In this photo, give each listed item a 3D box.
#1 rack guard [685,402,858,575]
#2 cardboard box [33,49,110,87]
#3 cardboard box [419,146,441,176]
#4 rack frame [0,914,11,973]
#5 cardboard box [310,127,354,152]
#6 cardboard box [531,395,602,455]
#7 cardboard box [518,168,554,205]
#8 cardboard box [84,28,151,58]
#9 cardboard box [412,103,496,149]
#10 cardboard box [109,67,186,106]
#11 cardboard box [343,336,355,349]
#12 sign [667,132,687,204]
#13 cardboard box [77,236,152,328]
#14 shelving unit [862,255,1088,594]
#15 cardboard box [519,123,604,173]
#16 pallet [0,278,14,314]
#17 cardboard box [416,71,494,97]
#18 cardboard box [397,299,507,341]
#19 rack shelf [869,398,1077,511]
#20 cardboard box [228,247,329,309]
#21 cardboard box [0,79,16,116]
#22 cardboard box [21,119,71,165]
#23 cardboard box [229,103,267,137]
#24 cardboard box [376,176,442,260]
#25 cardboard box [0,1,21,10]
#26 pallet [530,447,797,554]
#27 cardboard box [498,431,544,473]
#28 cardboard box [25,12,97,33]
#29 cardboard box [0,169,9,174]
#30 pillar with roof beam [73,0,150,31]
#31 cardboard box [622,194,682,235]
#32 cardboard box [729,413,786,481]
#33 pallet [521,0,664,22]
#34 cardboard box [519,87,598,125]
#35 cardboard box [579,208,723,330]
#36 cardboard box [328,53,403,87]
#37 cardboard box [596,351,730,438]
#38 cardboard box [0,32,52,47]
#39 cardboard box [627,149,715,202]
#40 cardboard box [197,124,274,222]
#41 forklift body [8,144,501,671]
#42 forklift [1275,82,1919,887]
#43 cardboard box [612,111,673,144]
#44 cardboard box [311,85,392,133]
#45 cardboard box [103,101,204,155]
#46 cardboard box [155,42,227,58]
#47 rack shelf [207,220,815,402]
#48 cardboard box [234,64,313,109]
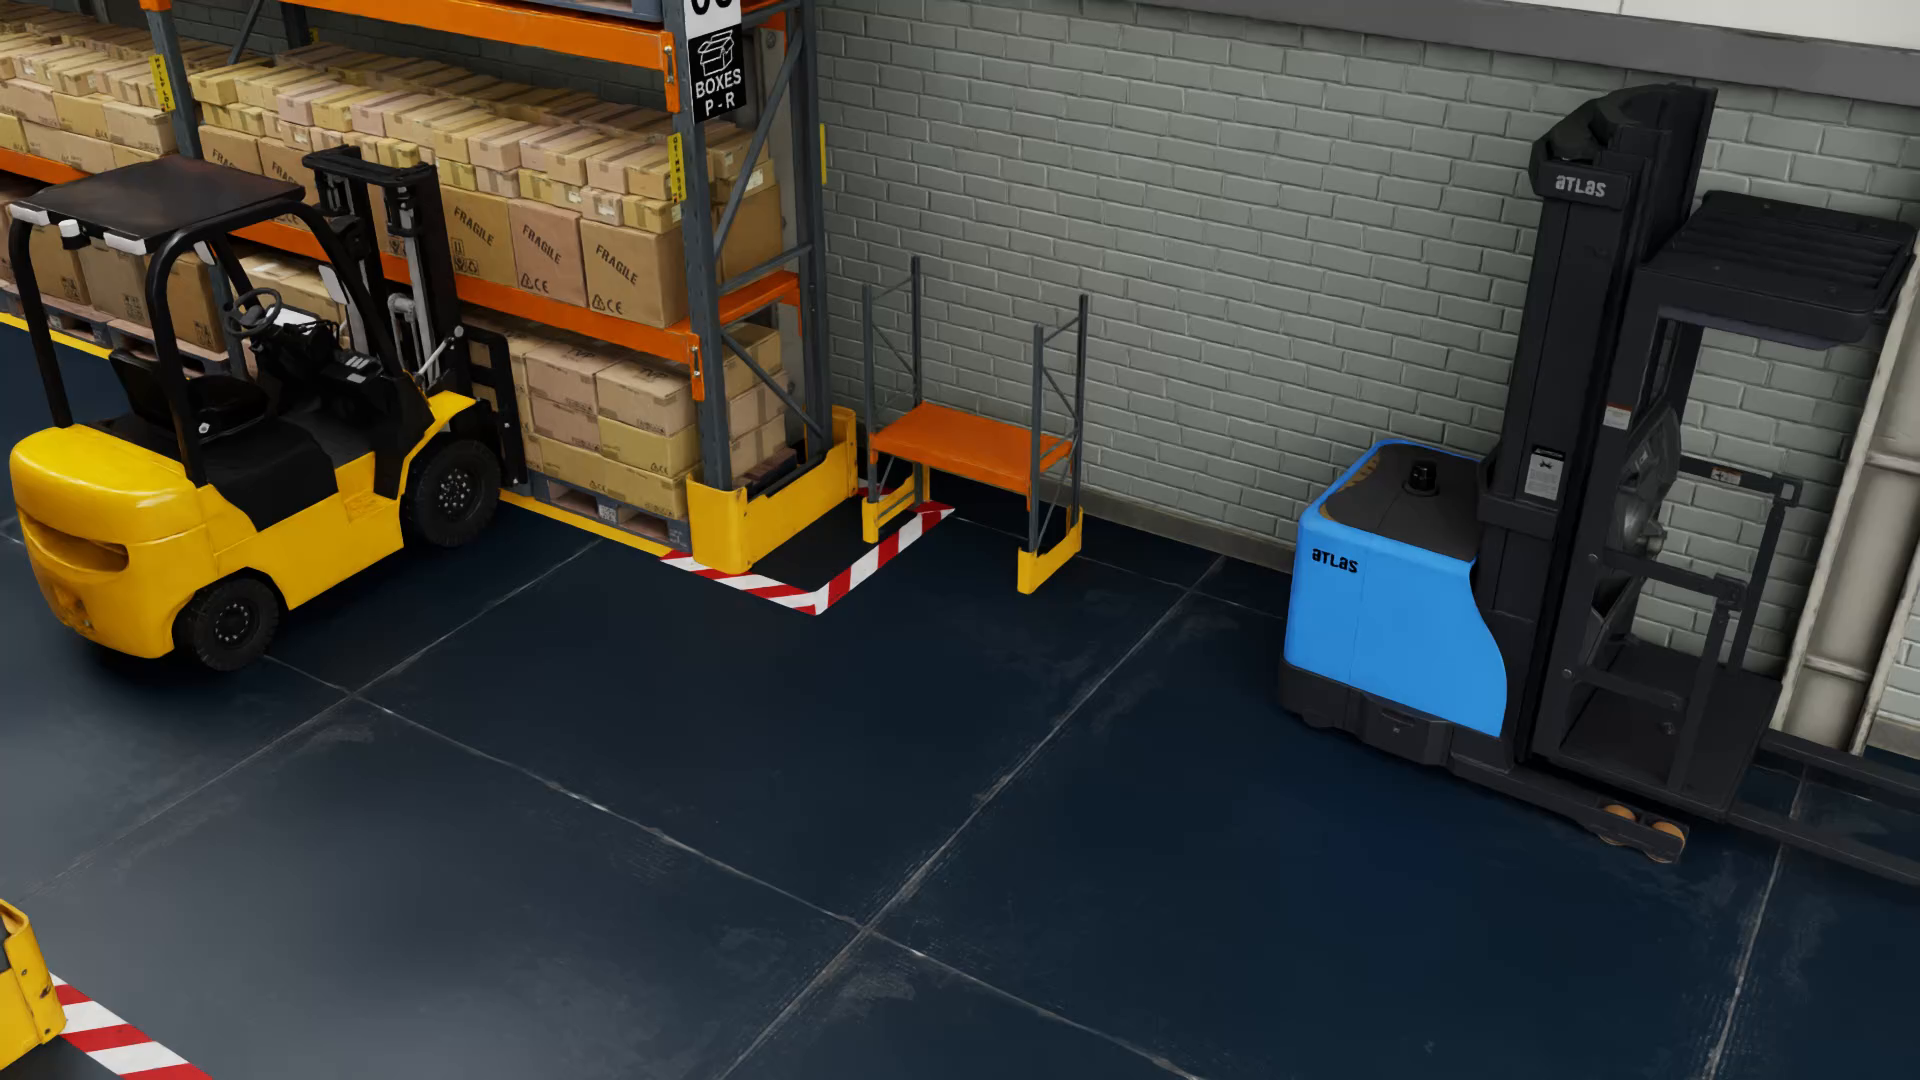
[{"bbox_3d":[-1.026,-0.312,9.289,0.348,0.500,1.175,18,35,27],"label":"rack guard"},{"bbox_3d":[-5.731,-3.050,10.759,0.250,0.149,0.380,17,34,26],"label":"cardboard box"},{"bbox_3d":[-2.752,-2.134,9.188,0.250,0.149,0.380,17,34,27],"label":"cardboard box"},{"bbox_3d":[-3.682,0.721,5.038,0.127,3.000,1.000,18,35,27],"label":"rack frame"},{"bbox_3d":[-3.458,-2.301,9.474,0.250,0.149,0.380,17,34,27],"label":"cardboard box"},{"bbox_3d":[-2.044,-0.744,9.365,0.500,0.250,0.500,17,34,27],"label":"cardboard box"},{"bbox_3d":[-2.113,-1.918,8.818,0.250,0.149,0.380,17,34,27],"label":"cardboard box"},{"bbox_3d":[-5.670,-3.343,11.261,0.250,0.149,0.380,17,34,27],"label":"cardboard box"},{"bbox_3d":[-2.764,-2.265,9.117,0.250,0.149,0.380,18,35,28],"label":"cardboard box"},{"bbox_3d":[-5.070,-2.852,10.418,0.250,0.149,0.380,17,34,27],"label":"cardboard box"},{"bbox_3d":[-3.342,-1.145,10.051,0.500,0.250,0.500,17,34,27],"label":"cardboard box"},{"bbox_3d":[-1.347,-1.773,7.929,0.005,0.325,0.100,18,35,27],"label":"sign"},{"bbox_3d":[-5.536,-1.972,11.593,0.625,0.625,0.875,17,34,27],"label":"cardboard box"},{"bbox_3d":[0.065,-0.627,8.837,1.083,1.500,0.587,18,35,27],"label":"shelving unit"},{"bbox_3d":[-2.095,-2.066,8.777,0.250,0.149,0.380,18,35,28],"label":"cardboard box"},{"bbox_3d":[-7.146,-2.100,12.640,1.213,0.211,1.003,18,35,27],"label":"pallet"},{"bbox_3d":[-2.936,-2.609,9.707,0.250,0.149,0.380,17,34,27],"label":"cardboard box"},{"bbox_3d":[-2.896,-1.219,9.682,0.500,0.250,0.500,17,34,26],"label":"cardboard box"},{"bbox_3d":[0.072,-0.470,8.923,1.000,0.185,0.538,18,35,27],"label":"rack shelf"},{"bbox_3d":[-4.192,-1.632,10.391,0.500,0.250,0.500,17,34,27],"label":"cardboard box"},{"bbox_3d":[-6.273,-3.061,11.173,0.500,0.250,0.500,18,35,28],"label":"cardboard box"},{"bbox_3d":[-5.834,-2.707,11.062,0.500,0.250,0.500,18,35,28],"label":"cardboard box"},{"bbox_3d":[-4.084,-2.527,9.862,0.250,0.149,0.380,18,35,28],"label":"cardboard box"},{"bbox_3d":[-2.903,-1.872,9.382,0.500,0.500,0.500,18,35,28],"label":"cardboard box"},{"bbox_3d":[-6.971,-3.747,11.952,0.250,0.149,0.380,18,35,27],"label":"cardboard box"},{"bbox_3d":[-1.717,-0.381,9.694,1.213,0.211,1.003,18,35,27],"label":"pallet"},{"bbox_3d":[-2.448,-0.658,9.714,0.500,0.250,0.500,18,35,28],"label":"cardboard box"},{"bbox_3d":[-6.291,-3.576,11.660,0.250,0.149,0.380,17,34,27],"label":"cardboard box"},{"bbox_3d":[-7.302,-2.524,12.540,0.625,0.625,0.875,19,35,29],"label":"cardboard box"},{"bbox_3d":[-8.528,-4.331,7.744,0.400,9.000,9.100,18,35,27],"label":"pillar with roof beam"},{"bbox_3d":[-1.489,-1.695,8.436,0.250,0.149,0.380,18,35,28],"label":"cardboard box"},{"bbox_3d":[-1.359,-0.607,9.626,0.500,0.250,0.500,18,35,28],"label":"cardboard box"},{"bbox_3d":[-1.632,-2.857,8.281,1.213,0.211,1.003,18,35,27],"label":"pallet"},{"bbox_3d":[-2.261,-2.426,9.393,0.250,0.149,0.380,17,34,26],"label":"cardboard box"},{"bbox_3d":[-1.603,-1.462,8.679,0.500,0.500,0.500,17,34,26],"label":"cardboard box"},{"bbox_3d":[-3.582,-2.815,10.061,0.250,0.149,0.380,17,34,27],"label":"cardboard box"},{"bbox_3d":[-1.603,-0.814,8.989,0.500,0.250,0.500,19,35,29],"label":"cardboard box"},{"bbox_3d":[-6.339,-3.284,11.160,0.250,0.149,0.380,18,35,27],"label":"cardboard box"},{"bbox_3d":[-1.462,-1.856,8.417,0.250,0.149,0.380,18,35,27],"label":"cardboard box"},{"bbox_3d":[-4.198,-2.283,10.087,0.500,0.500,0.500,17,34,26],"label":"cardboard box"},{"bbox_3d":[-3.623,-0.761,8.421,1.214,2.155,2.313,18,35,27],"label":"forklift body"},{"bbox_3d":[2.986,-0.226,6.728,3.031,2.935,1.130,19,35,29],"label":"forklift"},{"bbox_3d":[-1.652,-2.181,8.973,0.250,0.149,0.380,18,35,28],"label":"cardboard box"},{"bbox_3d":[-3.434,-2.443,9.423,0.250,0.149,0.380,17,34,27],"label":"cardboard box"},{"bbox_3d":[-4.986,-2.644,10.458,0.500,0.250,0.500,17,34,26],"label":"cardboard box"},{"bbox_3d":[-5.029,-3.141,10.914,0.250,0.149,0.380,17,35,27],"label":"cardboard box"},{"bbox_3d":[-2.741,-1.624,9.770,4.000,0.370,1.077,18,35,27],"label":"rack shelf"},{"bbox_3d":[-4.043,-2.686,9.839,0.250,0.149,0.380,18,35,28],"label":"cardboard box"}]
